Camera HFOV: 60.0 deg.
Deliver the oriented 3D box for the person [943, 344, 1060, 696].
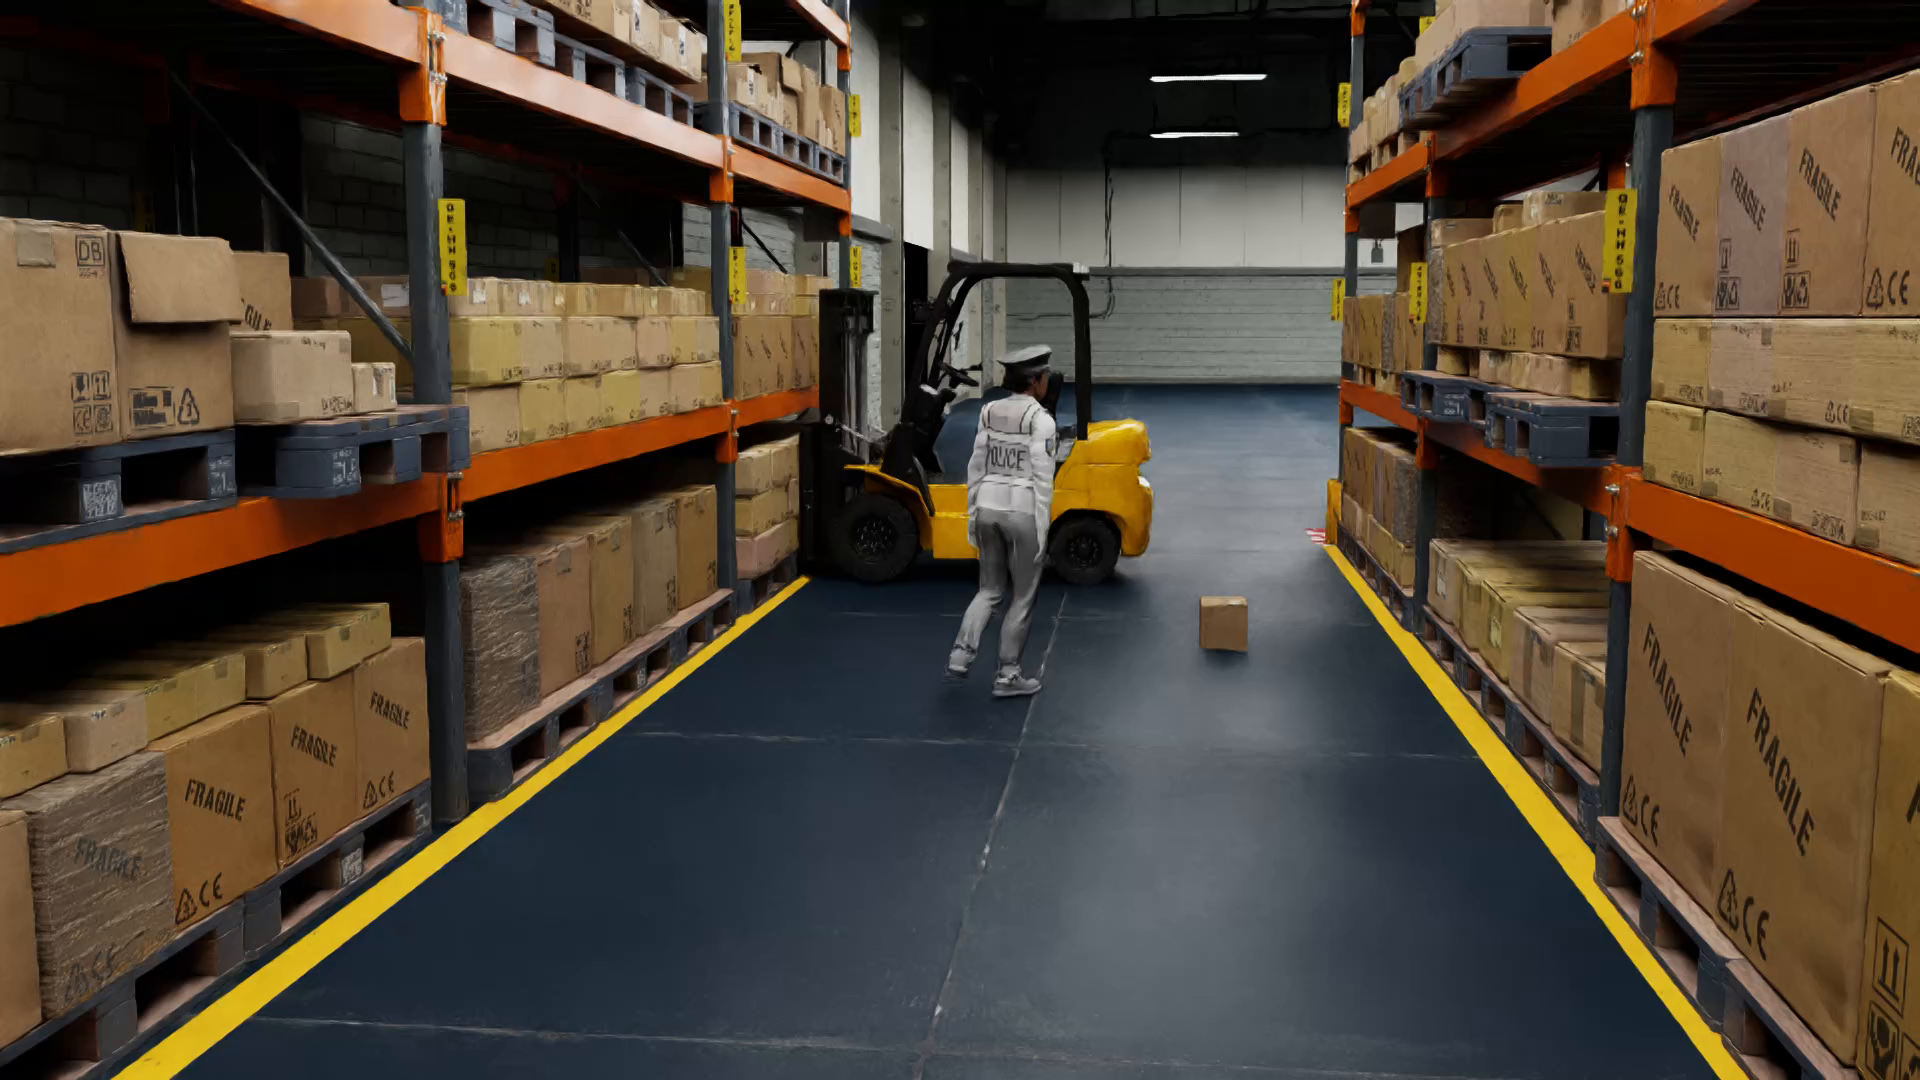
[{"bbox_3d":[0.199,-0.080,7.826,0.522,1.670,0.532,7,10,41],"label":"person"}]
